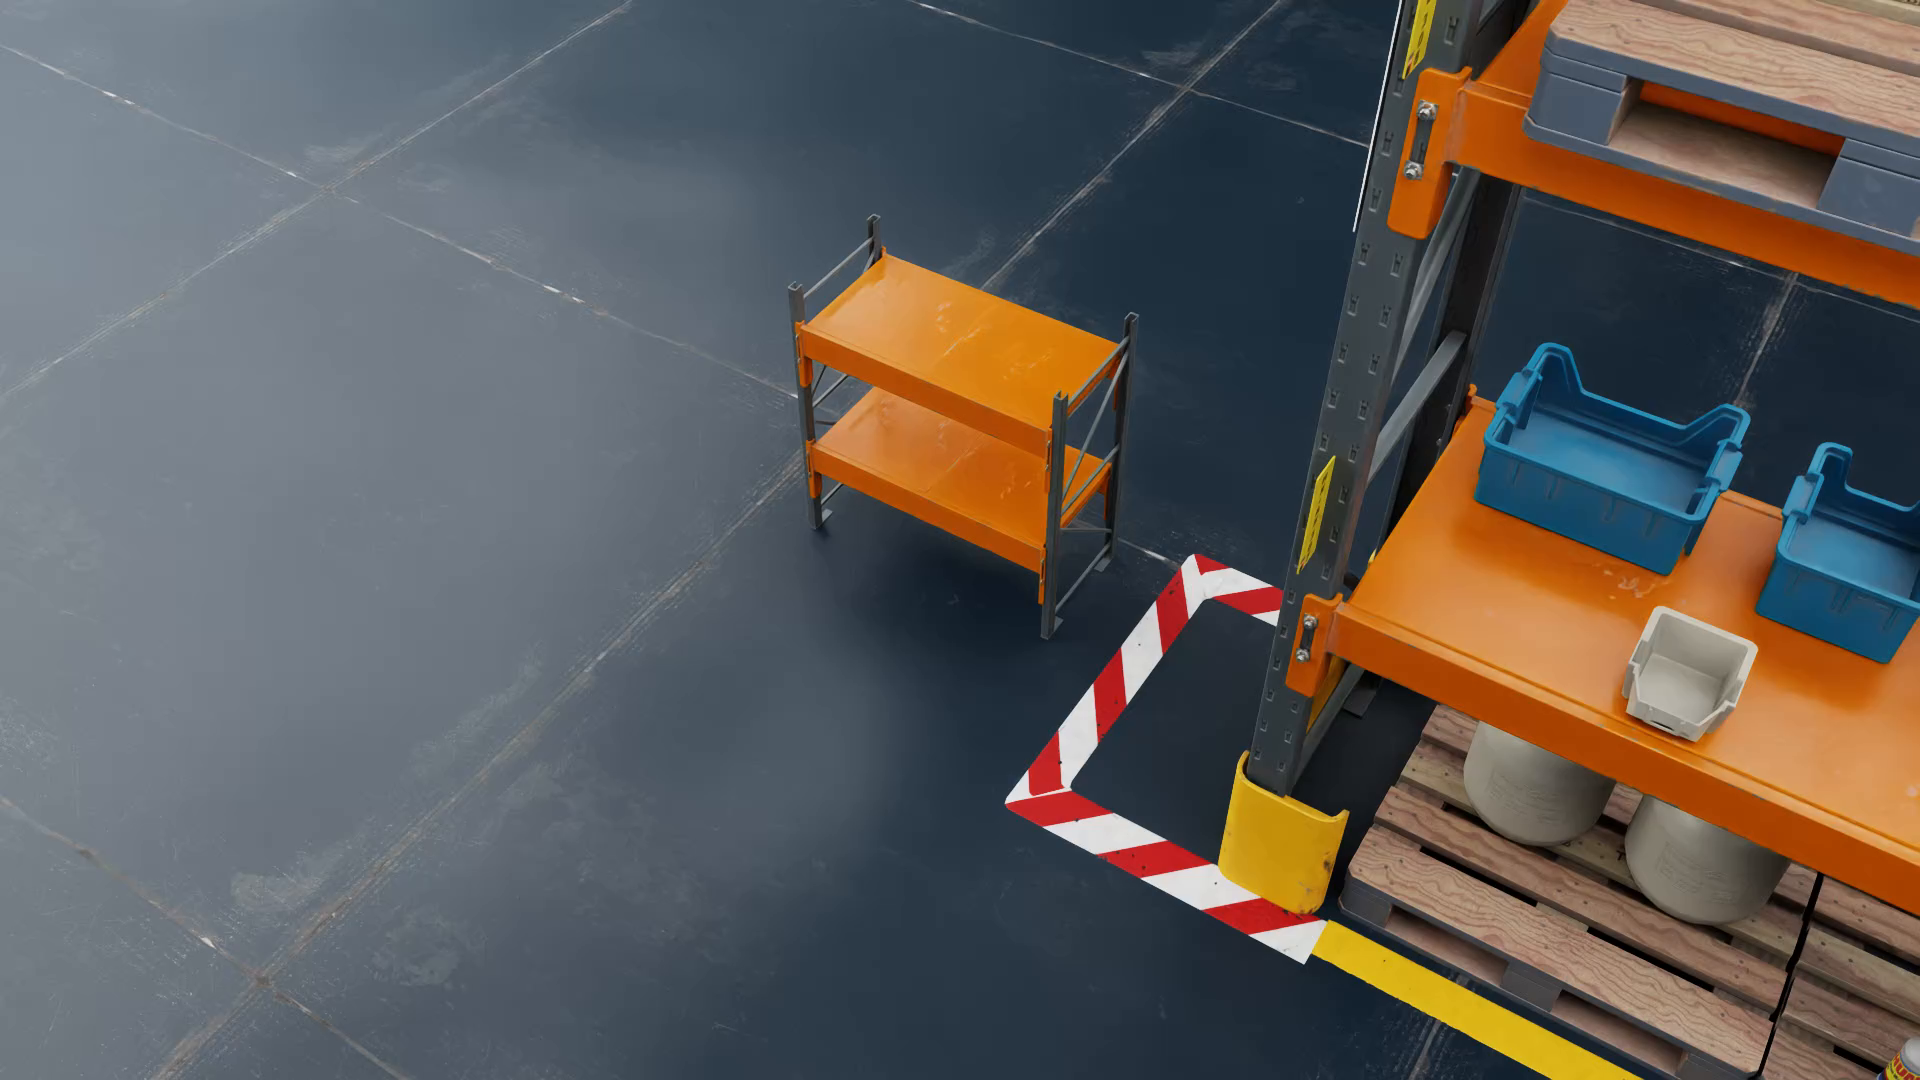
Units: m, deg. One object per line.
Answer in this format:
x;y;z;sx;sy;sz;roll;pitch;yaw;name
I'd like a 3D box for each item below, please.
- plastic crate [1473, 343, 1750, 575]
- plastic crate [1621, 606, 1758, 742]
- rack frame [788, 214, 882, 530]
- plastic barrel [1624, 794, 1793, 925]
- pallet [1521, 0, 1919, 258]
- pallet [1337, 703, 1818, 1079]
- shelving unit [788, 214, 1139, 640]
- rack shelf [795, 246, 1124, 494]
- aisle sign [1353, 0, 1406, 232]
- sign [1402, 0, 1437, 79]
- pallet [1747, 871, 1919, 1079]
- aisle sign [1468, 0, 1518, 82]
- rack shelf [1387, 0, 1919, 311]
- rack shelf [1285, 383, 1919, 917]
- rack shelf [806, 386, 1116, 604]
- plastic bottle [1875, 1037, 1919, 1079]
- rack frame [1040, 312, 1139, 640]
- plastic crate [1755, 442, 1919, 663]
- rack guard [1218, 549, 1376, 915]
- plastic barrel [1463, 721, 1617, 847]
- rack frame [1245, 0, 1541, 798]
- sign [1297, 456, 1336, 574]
1.744;-0.226;4.482;0.616;0.251;0.499;25;51;22;plastic crate
1.741;0.341;4.011;0.250;0.136;0.298;25;51;22;plastic crate
-0.422;-0.586;6.035;0.032;1.125;0.500;25;51;22;rack frame
2.178;0.832;4.792;0.421;0.512;0.421;0;46;0;plastic barrel
1.805;-0.891;3.065;1.213;0.211;1.003;25;51;22;pallet
1.931;0.999;5.132;1.213;0.211;1.003;25;51;22;pallet
0.006;-0.389;5.844;1.048;1.125;0.538;25;51;22;shelving unit
0.006;-0.593;5.634;1.000;0.278;0.538;25;51;22;rack shelf
0.942;-1.048;3.364;0.004;0.787;0.394;25;51;22;aisle sign
0.860;-1.009;3.041;0.005;0.325;0.100;25;51;22;sign
2.954;1.472;4.672;1.213;0.211;1.003;25;51;22;pallet
1.261;-1.404;3.711;0.004;0.787;0.394;25;51;22;aisle sign
2.845;-0.312;2.871;4.000;0.370;1.077;25;51;22;rack shelf
2.845;0.734;3.947;4.000;0.370;1.077;25;51;22;rack shelf
0.006;-0.219;6.019;1.000;0.278;0.538;25;51;22;rack shelf
2.519;1.396;4.397;0.097;0.271;0.097;0;46;0;plastic bottle
0.434;-0.193;5.653;0.032;1.125;0.500;25;51;22;rack frame
2.287;0.029;4.234;0.408;0.251;0.499;25;51;22;plastic crate
1.250;0.581;5.337;0.348;0.500;1.175;25;51;22;rack guard
1.756;0.638;4.980;0.421;0.512;0.421;0;46;0;plastic barrel
1.161;-0.291;4.442;0.127;3.000;1.000;25;51;22;rack frame
0.860;-0.057;4.021;0.005;0.325;0.100;25;51;22;sign
